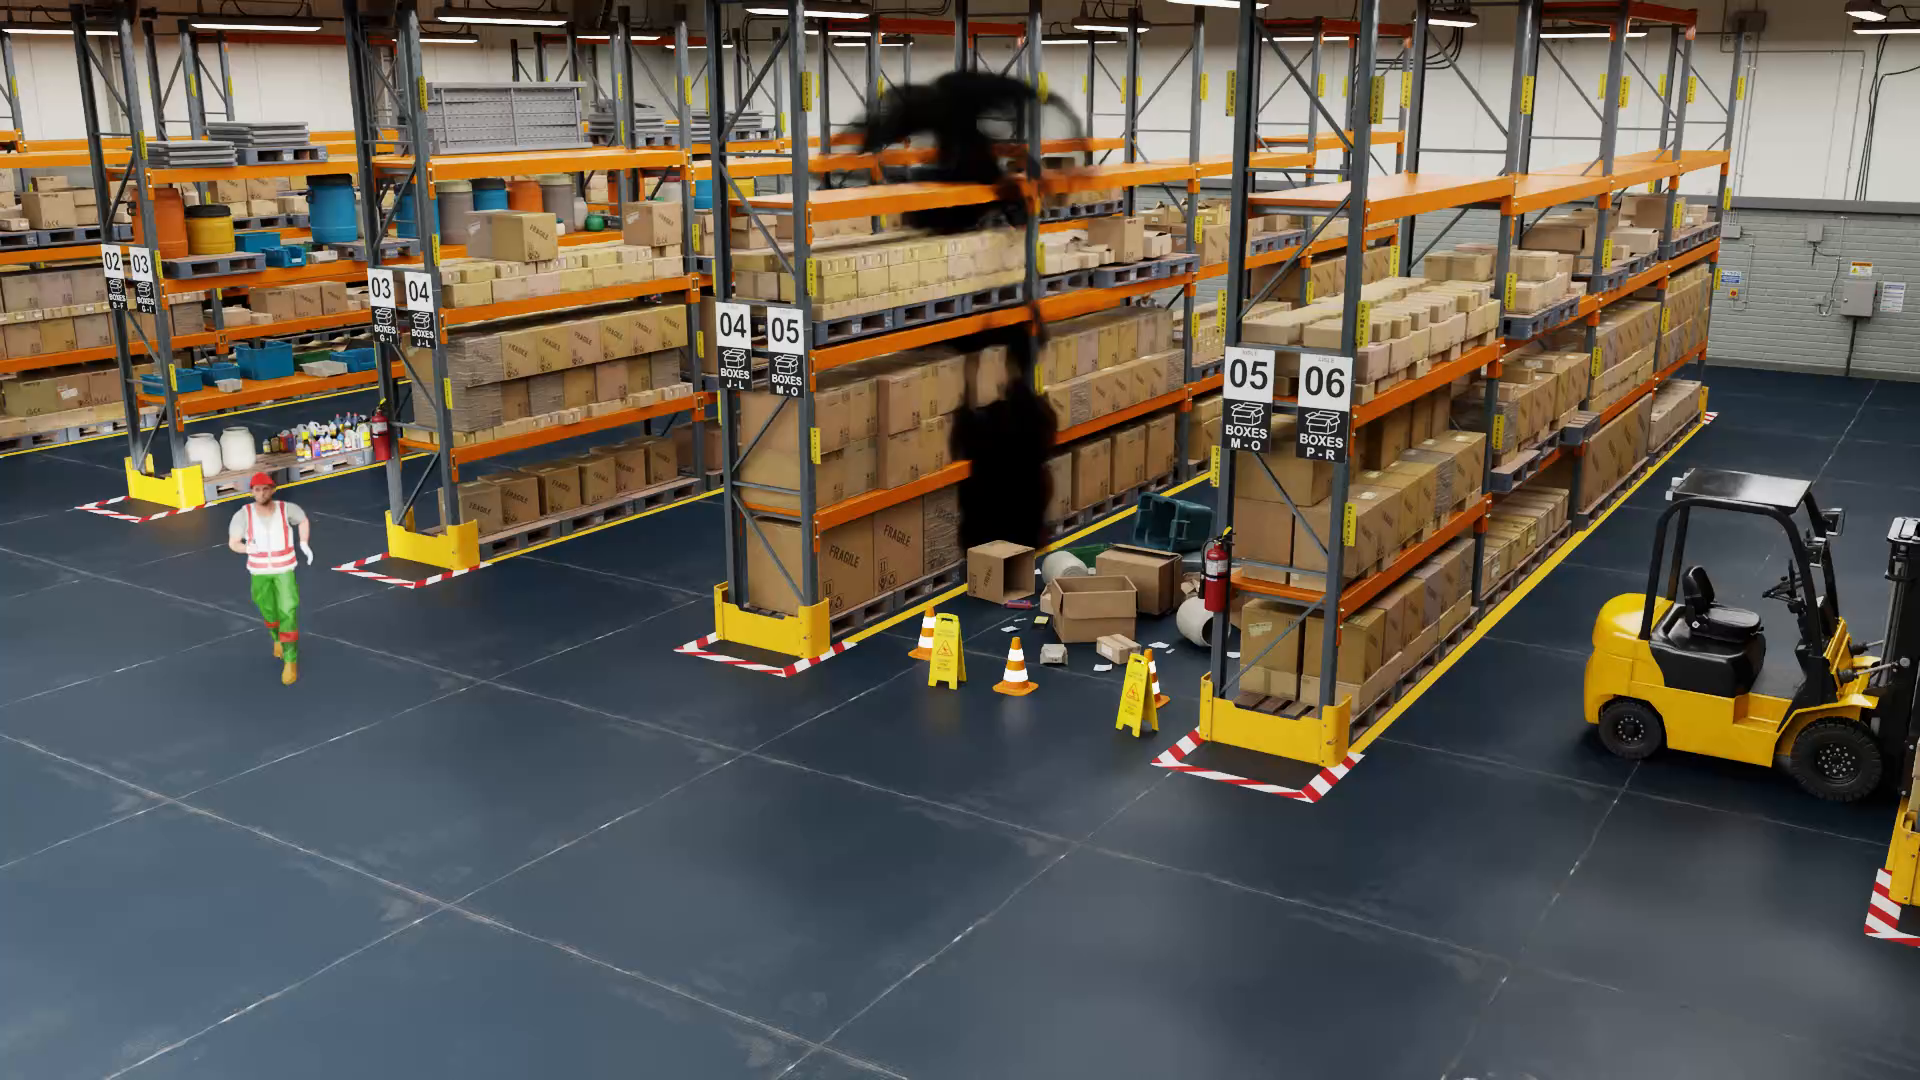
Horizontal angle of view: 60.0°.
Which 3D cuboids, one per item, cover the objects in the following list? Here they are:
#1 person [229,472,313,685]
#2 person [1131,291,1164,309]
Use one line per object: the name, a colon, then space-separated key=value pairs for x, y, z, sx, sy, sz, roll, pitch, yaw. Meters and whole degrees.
person: x=-6.093 y=0.284 z=14.767 sx=0.661 sy=1.815 sz=0.928 roll=-4 pitch=16 yaw=-16
person: x=3.176 y=-3.496 z=28.570 sx=0.651 sy=1.762 sz=0.752 roll=7 pitch=17 yaw=24
